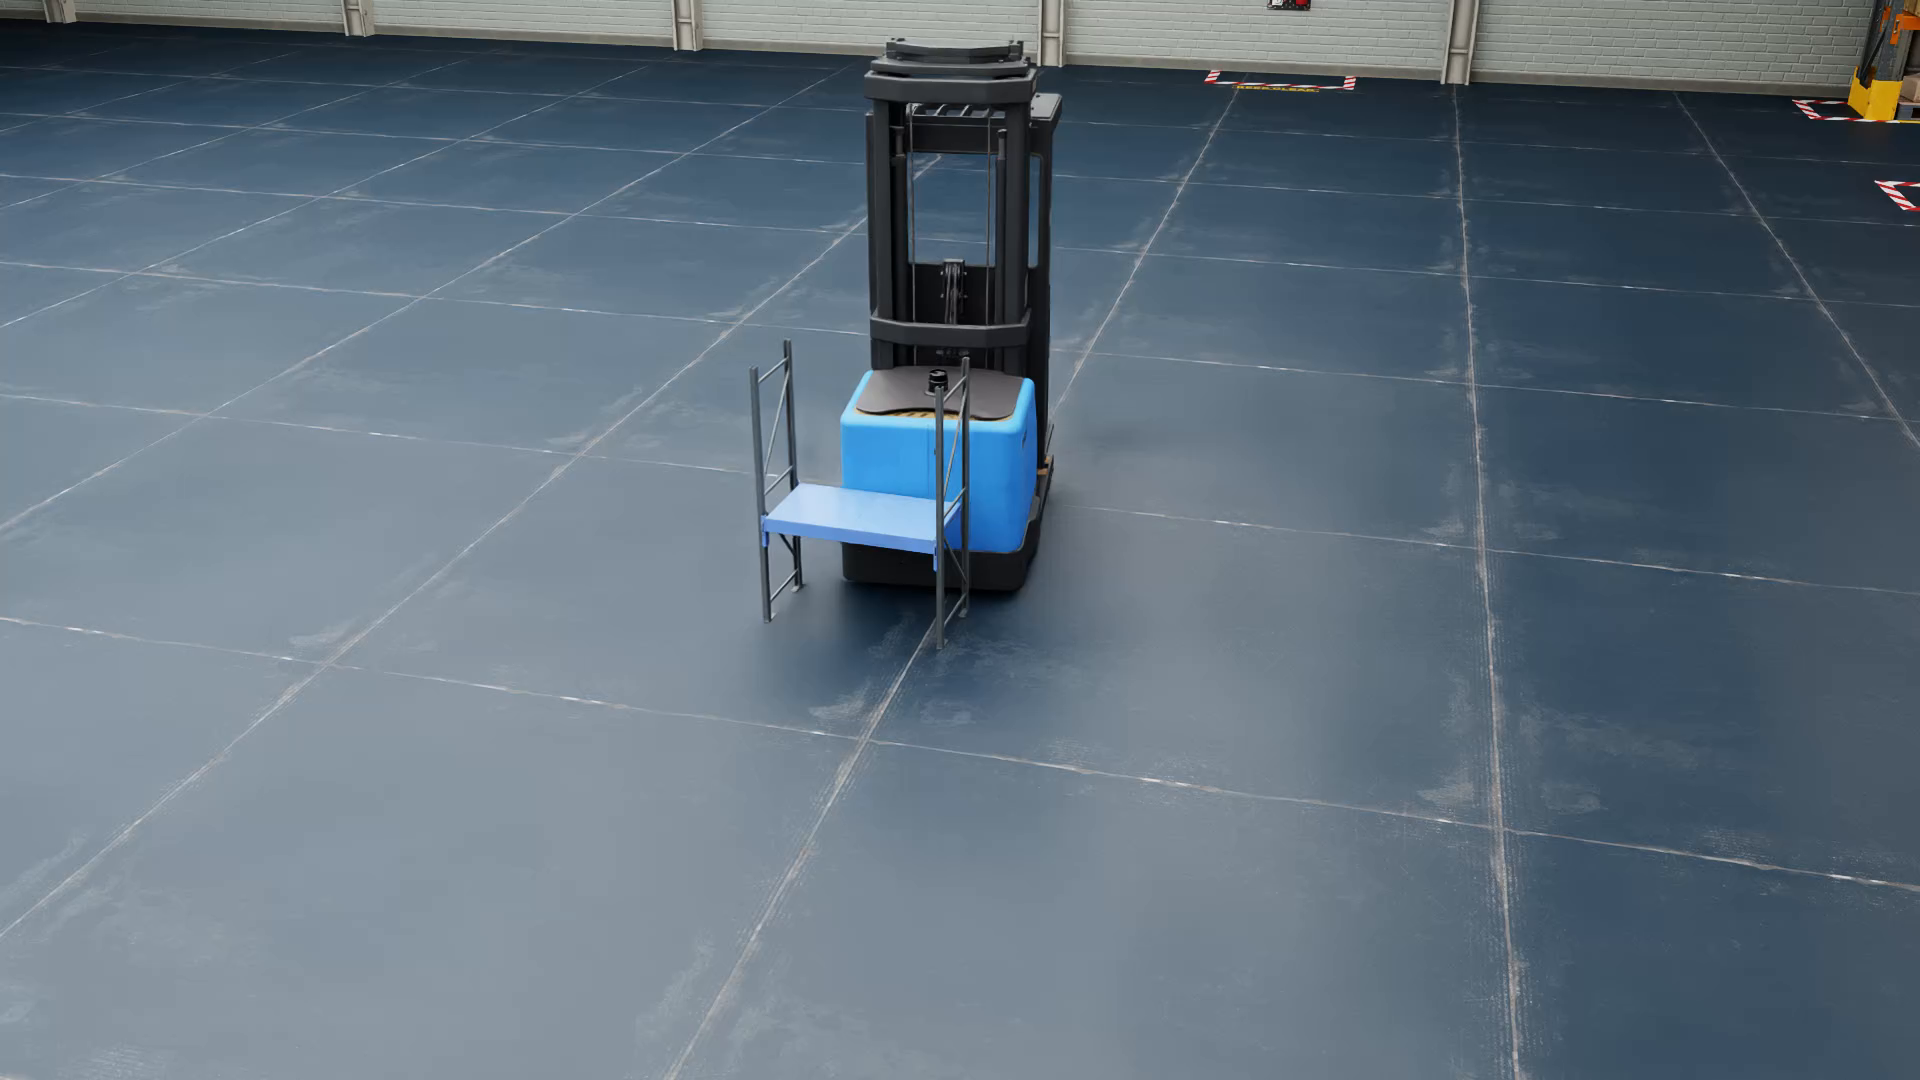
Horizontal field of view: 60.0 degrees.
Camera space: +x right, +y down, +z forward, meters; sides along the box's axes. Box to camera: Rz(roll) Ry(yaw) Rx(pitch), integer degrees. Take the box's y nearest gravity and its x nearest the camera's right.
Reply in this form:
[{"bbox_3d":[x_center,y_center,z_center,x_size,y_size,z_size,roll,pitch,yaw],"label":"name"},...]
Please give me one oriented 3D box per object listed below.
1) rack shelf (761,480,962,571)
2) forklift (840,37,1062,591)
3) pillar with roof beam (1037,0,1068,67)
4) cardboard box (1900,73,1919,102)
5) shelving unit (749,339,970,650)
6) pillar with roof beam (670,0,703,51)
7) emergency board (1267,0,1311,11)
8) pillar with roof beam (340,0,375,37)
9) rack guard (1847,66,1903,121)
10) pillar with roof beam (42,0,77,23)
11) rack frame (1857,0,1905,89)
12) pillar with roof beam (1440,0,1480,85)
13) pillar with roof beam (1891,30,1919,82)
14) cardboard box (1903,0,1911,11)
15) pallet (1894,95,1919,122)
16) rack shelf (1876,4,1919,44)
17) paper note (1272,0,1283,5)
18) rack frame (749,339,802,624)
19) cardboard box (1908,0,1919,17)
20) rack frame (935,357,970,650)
[{"bbox_3d":[-0.523,-0.088,9.108,1.000,0.185,0.538,8,26,16],"label":"rack shelf"},{"bbox_3d":[0.027,-1.638,10.281,1.130,2.935,3.031,3,26,7],"label":"forklift"},{"bbox_3d":[0.340,-9.596,19.936,0.400,9.000,9.100,6,26,13],"label":"pillar with roof beam"},{"bbox_3d":[12.788,-5.982,21.942,0.500,0.311,0.500,3,26,7],"label":"cardboard box"},{"bbox_3d":[-0.523,-0.250,9.031,1.048,1.500,0.538,8,26,16],"label":"shelving unit"},{"bbox_3d":[-5.471,-10.238,21.286,0.400,9.000,9.100,6,26,13],"label":"pillar with roof beam"},{"bbox_3d":[4.839,-8.317,24.230,0.643,1.169,0.194,6,26,13],"label":"emergency board"},{"bbox_3d":[-11.282,-10.880,22.635,0.400,9.000,9.100,6,26,13],"label":"pillar with roof beam"},{"bbox_3d":[12.214,-5.973,22.213,0.348,0.500,1.175,6,26,13],"label":"rack guard"},{"bbox_3d":[-17.093,-11.523,23.984,0.400,9.000,9.100,6,26,13],"label":"pillar with roof beam"},{"bbox_3d":[12.140,-7.109,21.693,0.127,3.000,1.000,6,26,13],"label":"rack frame"},{"bbox_3d":[6.151,-8.953,18.587,0.400,9.000,9.100,6,26,13],"label":"pillar with roof beam"},{"bbox_3d":[11.961,-8.311,17.238,0.400,9.000,9.100,6,26,13],"label":"pillar with roof beam"},{"bbox_3d":[12.641,-7.081,21.785,0.500,0.250,0.500,7,26,14],"label":"cardboard box"},{"bbox_3d":[12.992,-5.740,22.062,1.213,0.211,1.003,6,26,13],"label":"pallet"},{"bbox_3d":[14.077,-6.570,21.398,4.000,0.370,1.077,6,26,13],"label":"rack shelf"},{"bbox_3d":[4.685,-7.967,24.520,0.142,0.148,0.016,6,26,13],"label":"paper note"},{"bbox_3d":[-1.008,-0.315,9.167,0.032,1.500,0.500,8,26,16],"label":"rack frame"},{"bbox_3d":[12.534,-6.866,21.334,0.500,0.250,0.500,6,26,11],"label":"cardboard box"},{"bbox_3d":[-0.037,-0.186,8.895,0.032,1.500,0.500,8,26,16],"label":"rack frame"}]
